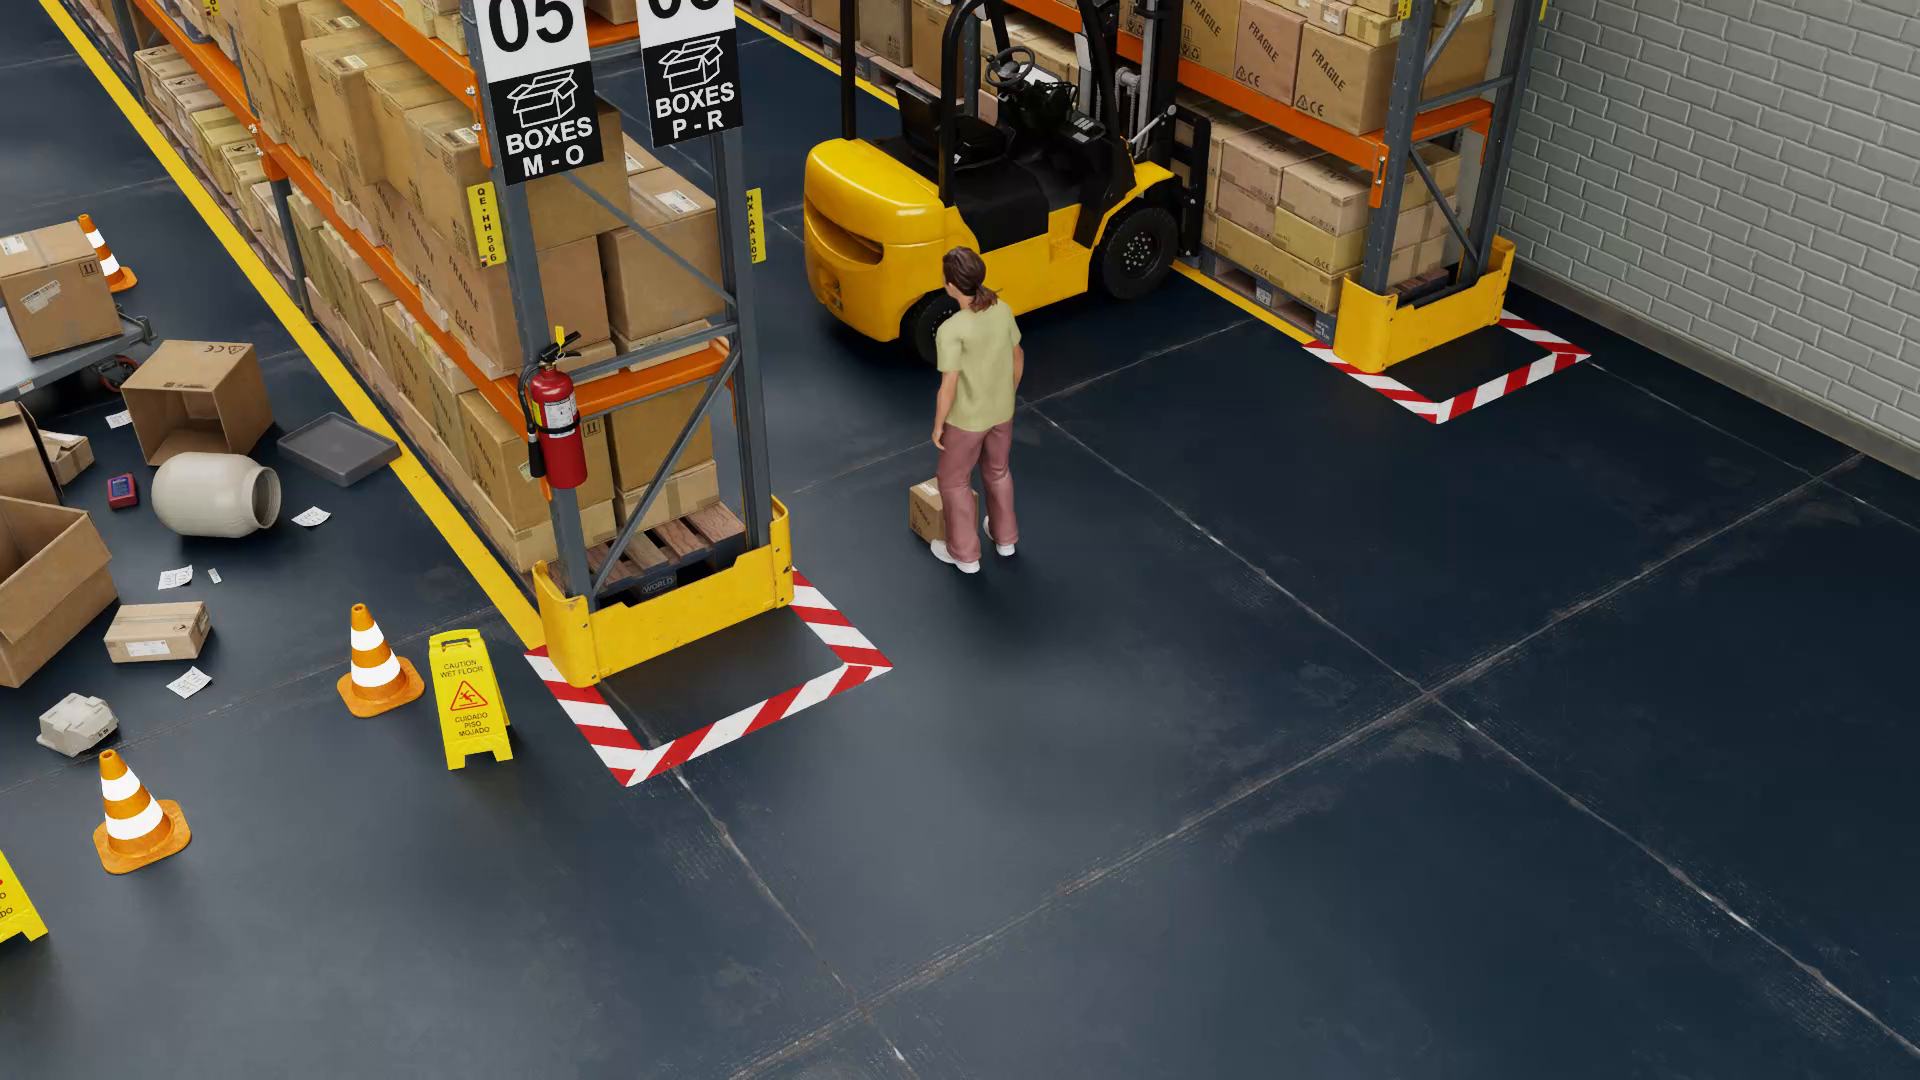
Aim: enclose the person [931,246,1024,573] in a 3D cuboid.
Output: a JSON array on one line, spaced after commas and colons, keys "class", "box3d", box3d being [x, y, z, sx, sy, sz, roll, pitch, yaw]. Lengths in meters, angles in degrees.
[{"class": "person", "box3d": [0.068, -0.597, 7.810, 0.516, 1.671, 0.359, -25, 43, -30]}]
